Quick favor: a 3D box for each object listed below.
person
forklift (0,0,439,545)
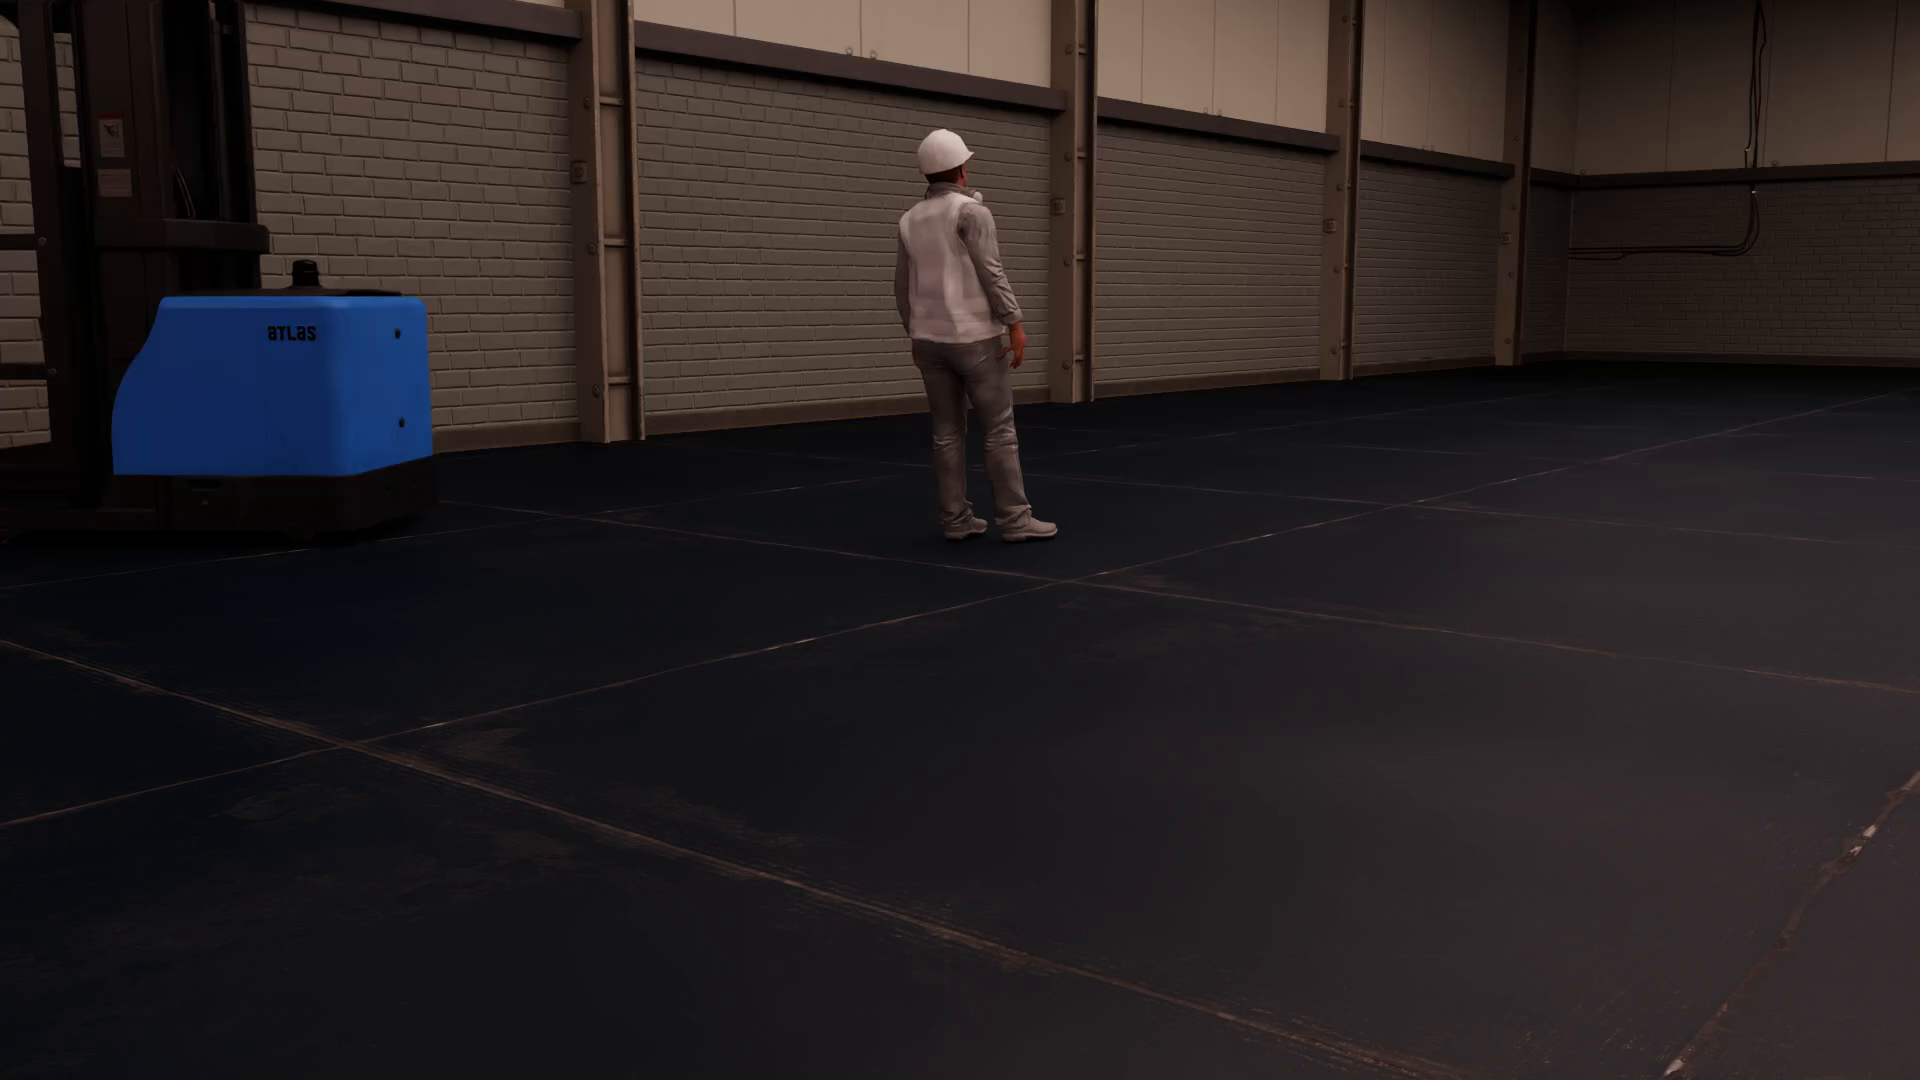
[{"bbox_3d":[0.045,-0.891,7.318,0.632,1.773,0.568,7,11,38],"label":"person"},{"bbox_3d":[-4.073,-1.503,7.553,3.031,2.935,1.130,1,8,4],"label":"forklift"}]
